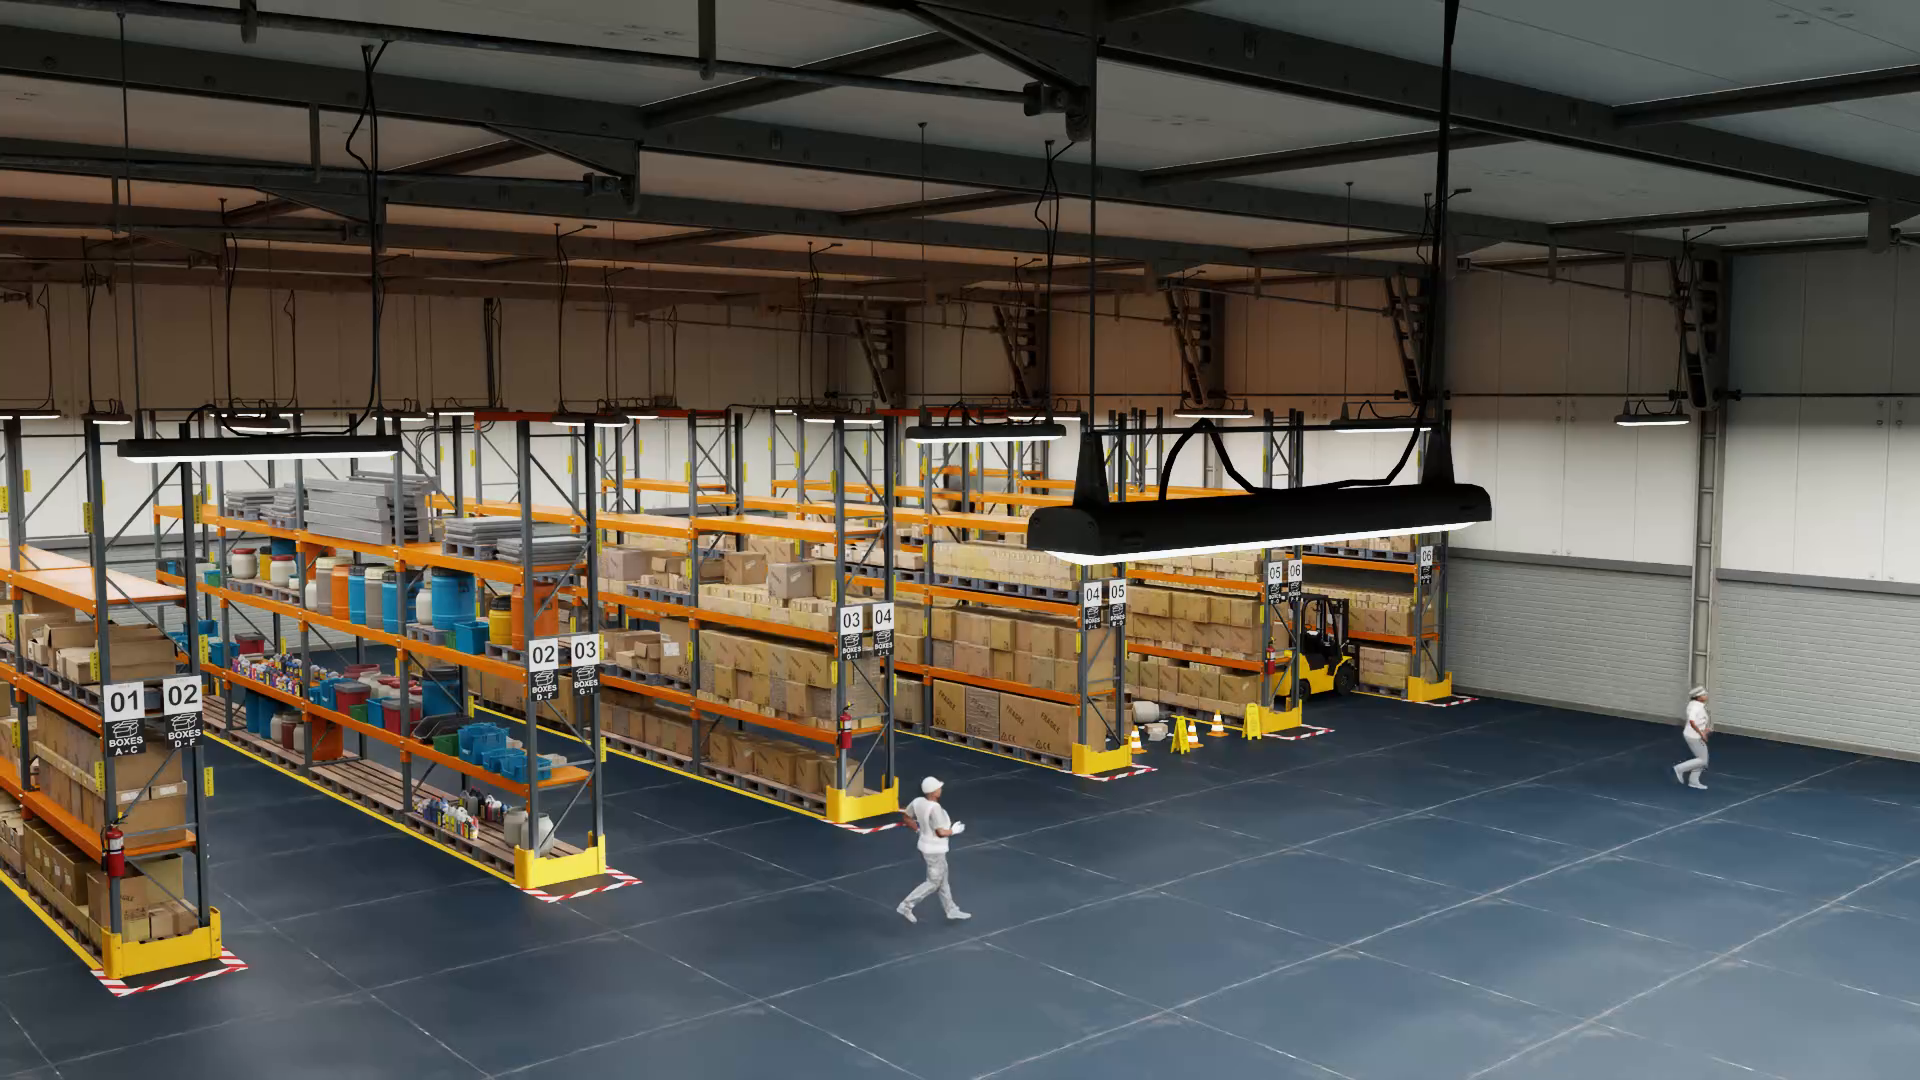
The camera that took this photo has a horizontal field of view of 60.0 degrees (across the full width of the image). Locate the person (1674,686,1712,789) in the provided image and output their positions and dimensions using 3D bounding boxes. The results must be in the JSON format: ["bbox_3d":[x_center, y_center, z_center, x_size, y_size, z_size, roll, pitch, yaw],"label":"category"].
[{"bbox_3d":[11.794,3.163,26.757,0.605,1.676,0.574,1,5,13],"label":"person"}]

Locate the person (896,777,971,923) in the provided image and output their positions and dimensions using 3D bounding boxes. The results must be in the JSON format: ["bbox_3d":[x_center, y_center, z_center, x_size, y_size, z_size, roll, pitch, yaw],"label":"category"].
[{"bbox_3d":[-0.313,3.681,19.713,0.982,1.775,0.681,-2,5,-22],"label":"person"}]

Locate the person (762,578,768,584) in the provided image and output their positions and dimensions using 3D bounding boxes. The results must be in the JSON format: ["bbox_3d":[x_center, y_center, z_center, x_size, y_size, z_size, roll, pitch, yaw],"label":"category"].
[{"bbox_3d":[-5.309,1.604,44.524,0.502,1.717,0.988,-1,5,-12],"label":"person"}]
